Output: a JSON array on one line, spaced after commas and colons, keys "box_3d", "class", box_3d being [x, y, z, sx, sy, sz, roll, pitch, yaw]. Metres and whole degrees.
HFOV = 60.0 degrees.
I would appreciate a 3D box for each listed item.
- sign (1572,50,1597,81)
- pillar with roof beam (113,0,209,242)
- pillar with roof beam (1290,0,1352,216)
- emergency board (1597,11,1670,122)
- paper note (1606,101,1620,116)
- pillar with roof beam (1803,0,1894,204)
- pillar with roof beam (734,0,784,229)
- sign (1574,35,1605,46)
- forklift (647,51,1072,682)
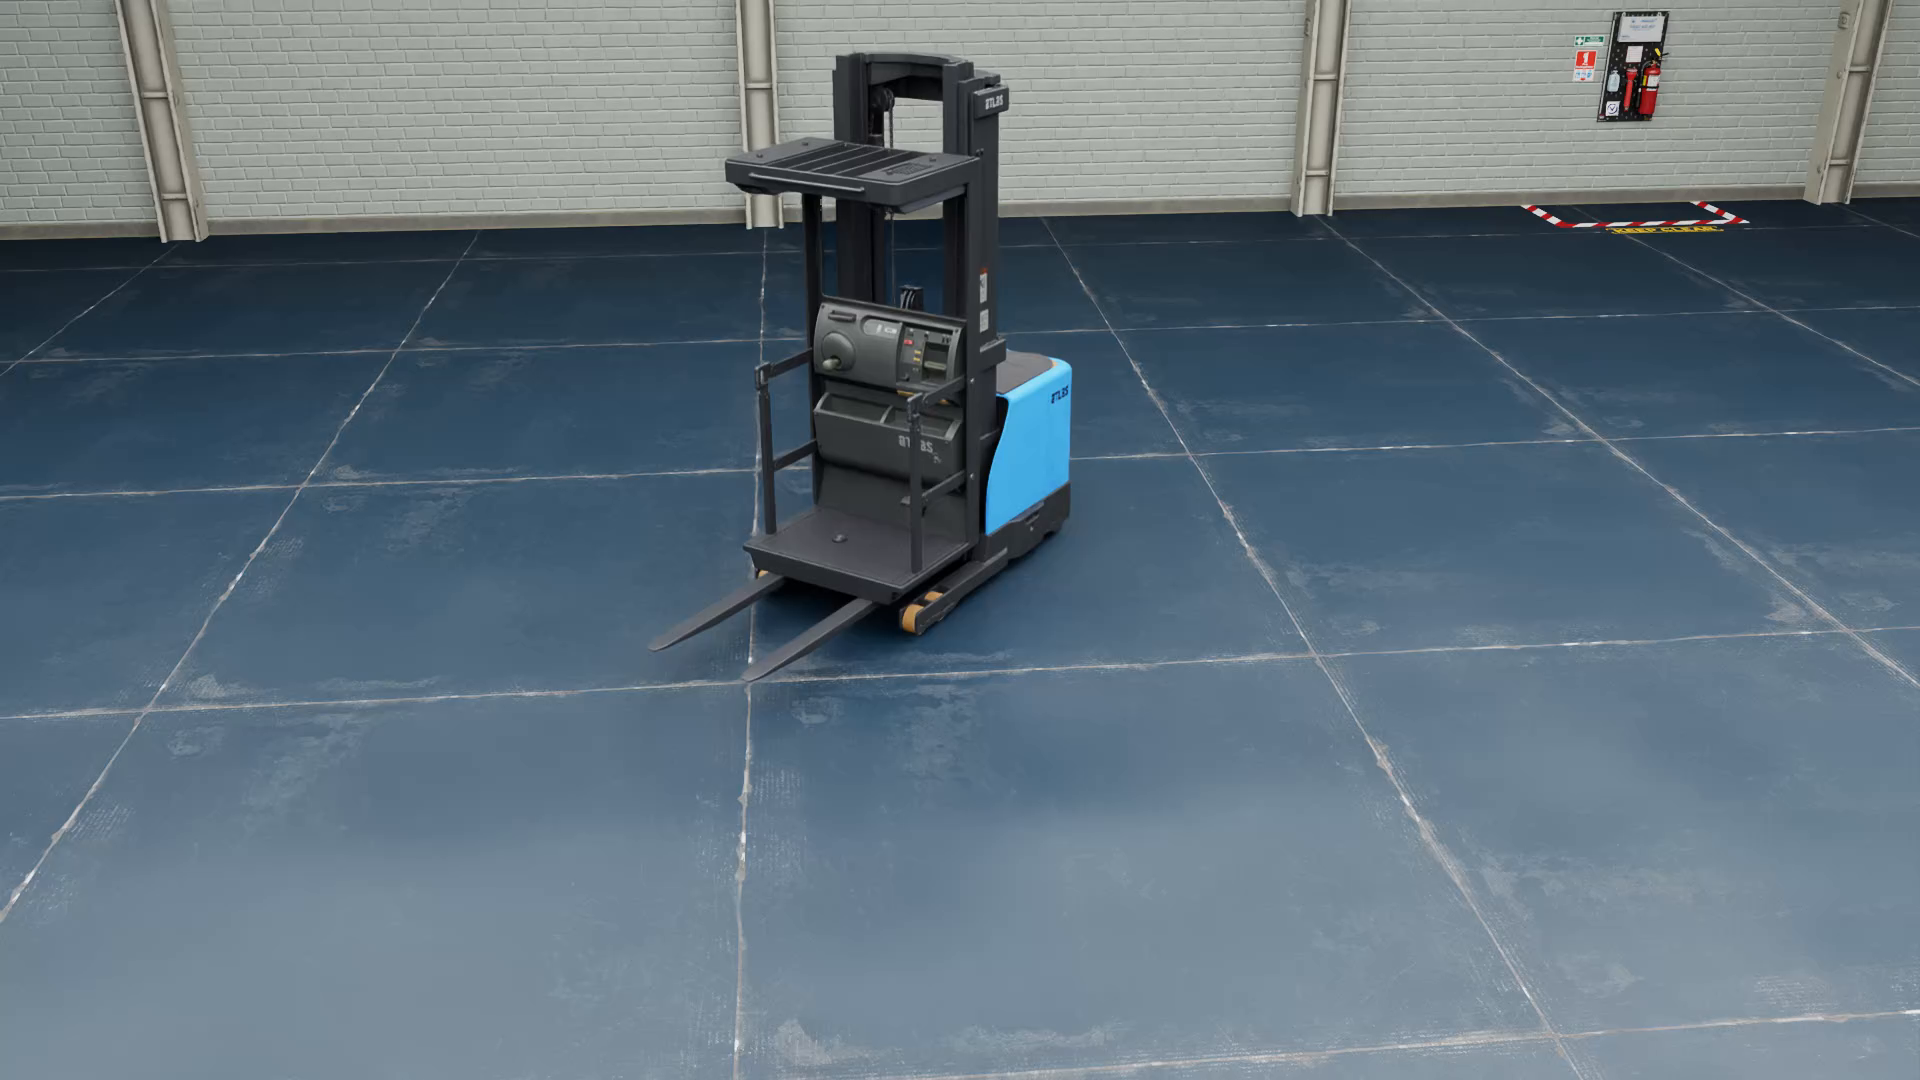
[{"box_3d": [6.829, -5.182, 18.171, 0.234, 0.329, 0.001, -2, 24, -5], "class": "sign"}, {"box_3d": [-7.637, -5.512, 11.571, 0.400, 9.000, 9.100, -2, 24, -5], "class": "pillar with roof beam"}, {"box_3d": [4.304, -5.991, 12.649, 0.400, 9.000, 9.100, -2, 24, -5], "class": "pillar with roof beam"}, {"box_3d": [7.389, -5.146, 18.134, 0.643, 1.169, 0.194, -2, 24, -5], "class": "emergency board"}, {"box_3d": [7.206, -4.764, 18.360, 0.142, 0.148, 0.016, -2, 24, -5], "class": "paper note"}, {"box_3d": [10.275, -6.230, 13.188, 0.400, 9.000, 9.100, -2, 24, -5], "class": "pillar with roof beam"}, {"box_3d": [-1.666, -5.751, 12.110, 0.400, 9.000, 9.100, -2, 24, -5], "class": "pillar with roof beam"}, {"box_3d": [6.834, -5.420, 18.056, 0.331, 0.109, 0.001, -2, 24, -5], "class": "sign"}, {"box_3d": [-0.515, -1.036, 8.973, 1.130, 2.935, 3.031, 14, 28, 29], "class": "forklift"}]
